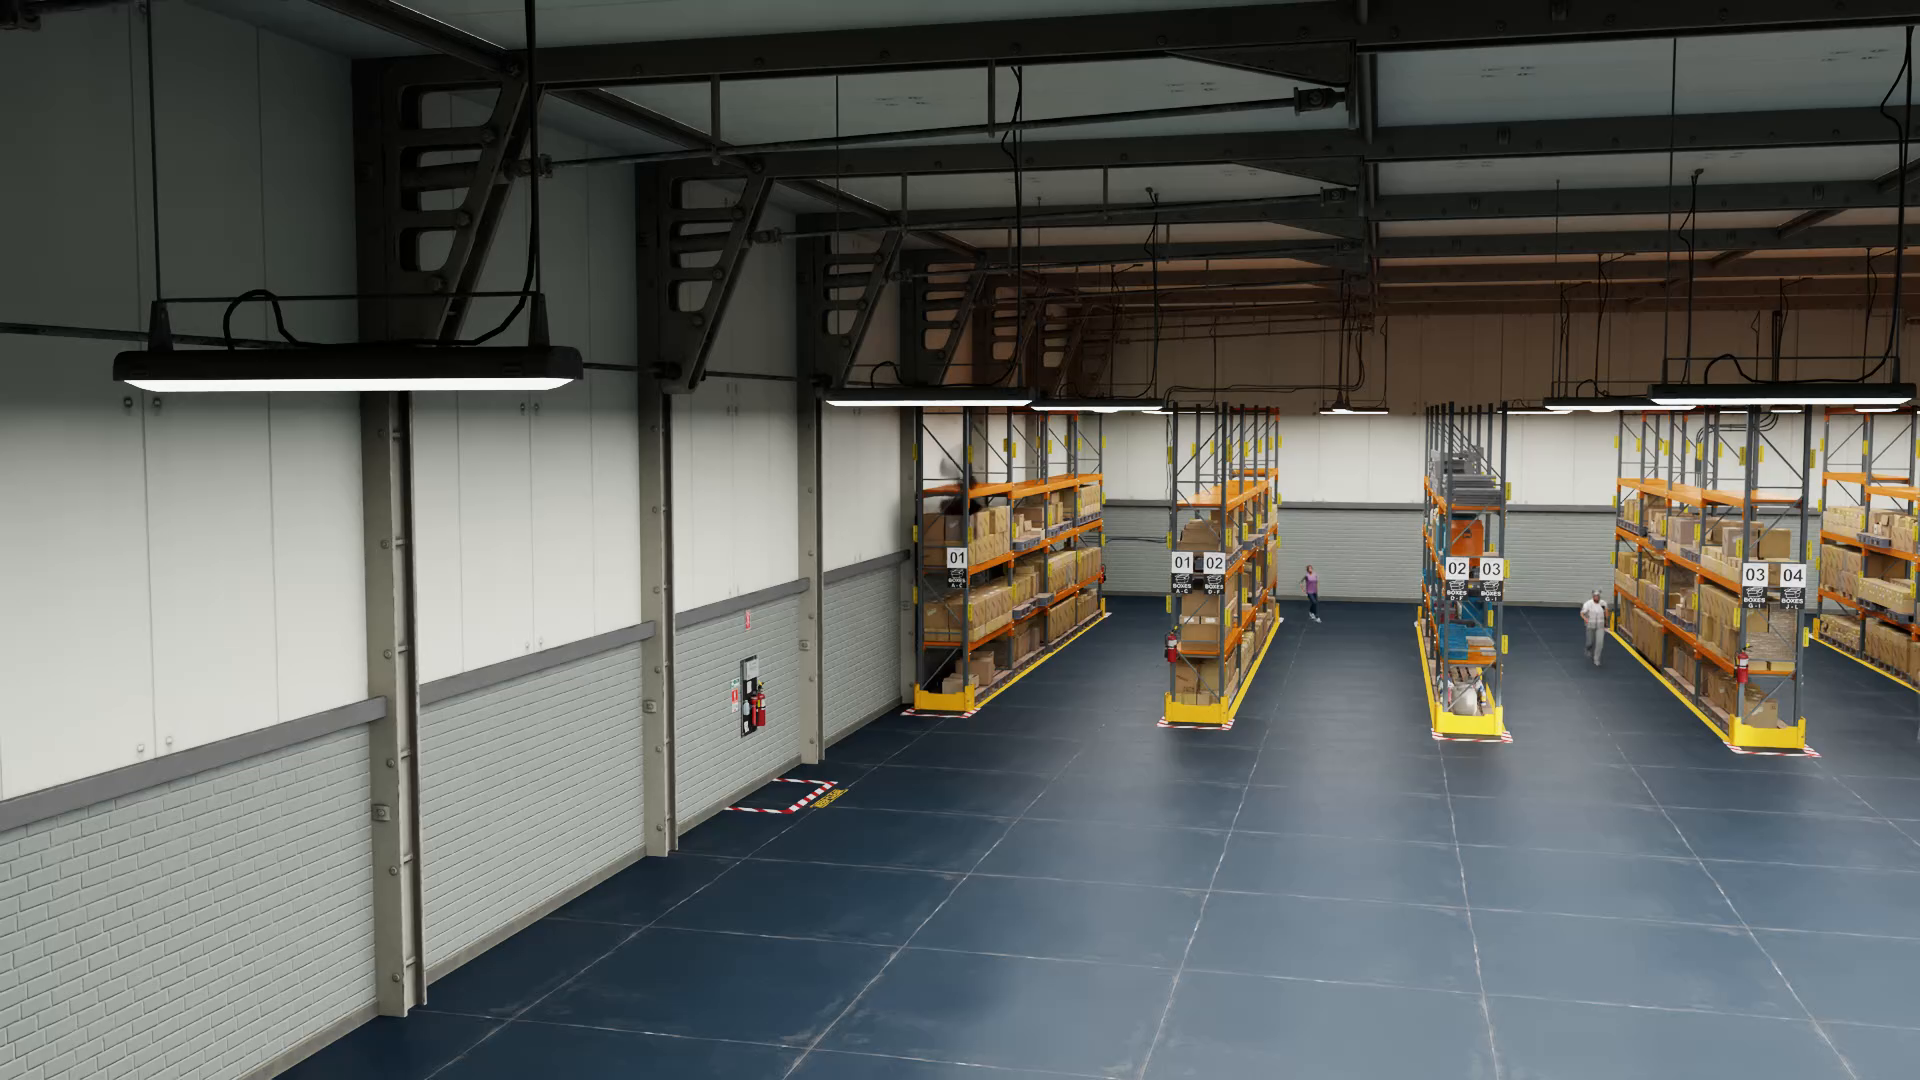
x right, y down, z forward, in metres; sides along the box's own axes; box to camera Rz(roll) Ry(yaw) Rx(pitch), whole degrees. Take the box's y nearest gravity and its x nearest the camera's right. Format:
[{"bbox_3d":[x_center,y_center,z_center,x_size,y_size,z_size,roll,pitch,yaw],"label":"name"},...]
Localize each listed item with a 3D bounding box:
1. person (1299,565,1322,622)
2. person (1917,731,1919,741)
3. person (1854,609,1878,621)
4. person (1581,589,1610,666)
[{"bbox_3d":[9.815,1.485,46.585,0.590,1.587,0.790,-1,4,-18],"label":"person"},{"bbox_3d":[16.959,2.762,28.654,0.588,1.705,0.861,-1,4,-7],"label":"person"},{"bbox_3d":[23.934,1.668,43.923,0.767,1.634,0.515,0,4,2],"label":"person"},{"bbox_3d":[14.747,1.999,38.625,0.654,1.761,0.897,1,4,12],"label":"person"}]
